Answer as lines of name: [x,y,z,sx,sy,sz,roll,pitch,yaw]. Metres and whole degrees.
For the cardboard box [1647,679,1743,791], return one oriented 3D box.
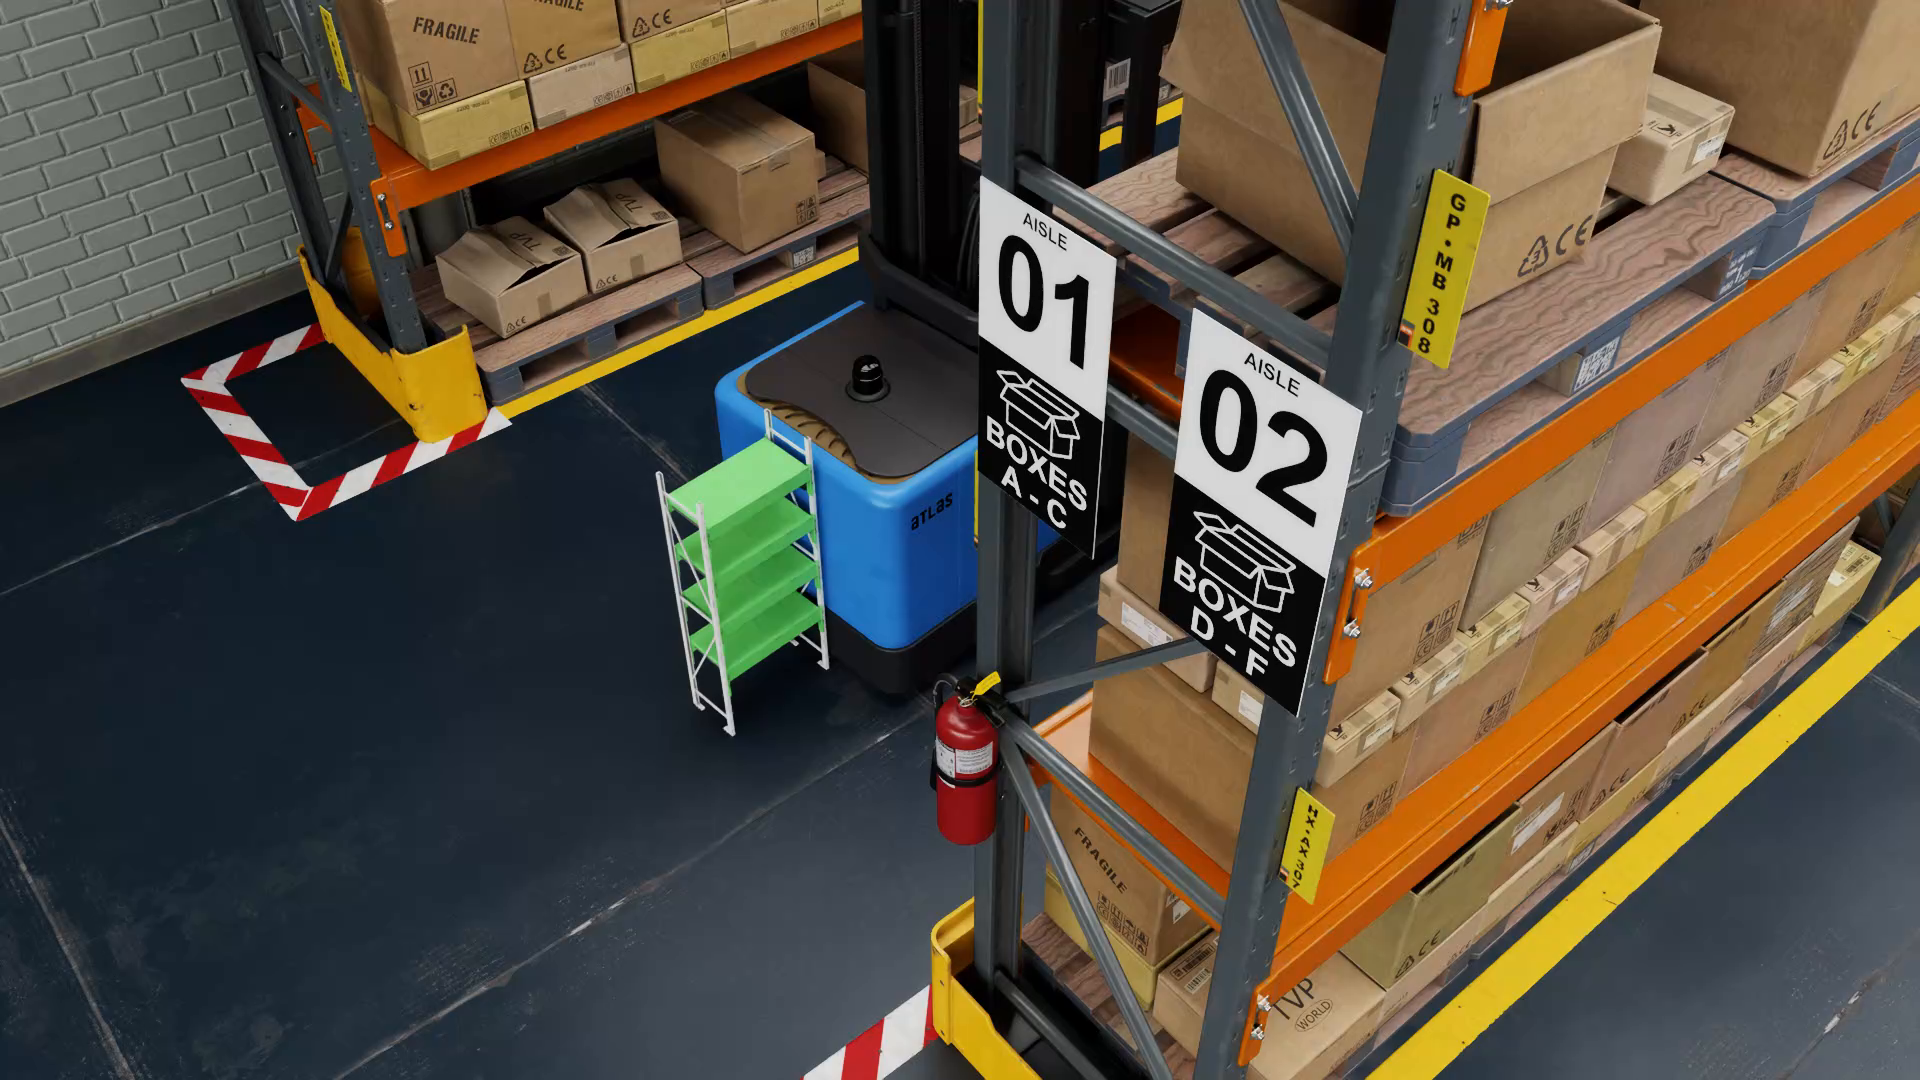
cardboard box: [2.496,0.578,6.145,0.500,0.250,0.500,-30,51,-28]

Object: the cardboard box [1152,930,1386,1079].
cardboard box: [0.962,1.456,5.211,0.500,0.250,0.500,-30,51,-28]

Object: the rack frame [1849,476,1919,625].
rack frame: [3.476,-1.032,6.157,0.127,3.000,1.000,-30,51,-28]

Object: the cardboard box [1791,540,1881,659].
cardboard box: [3.260,0.136,6.616,0.500,0.250,0.500,-30,51,-28]

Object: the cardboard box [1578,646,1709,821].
cardboard box: [2.114,0.525,5.654,0.500,0.500,0.500,-30,51,-28]

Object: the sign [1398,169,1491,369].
sign: [0.759,-0.421,2.620,0.005,0.325,0.100,-30,51,-28]

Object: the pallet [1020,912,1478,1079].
pallet: [0.967,1.384,5.622,1.213,0.211,1.003,-30,51,-28]

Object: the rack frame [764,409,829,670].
rack frame: [-0.617,0.024,6.348,0.240,1.200,0.015,34,53,31]

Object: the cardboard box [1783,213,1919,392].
cardboard box: [2.368,-0.900,4.997,0.500,0.500,0.700,-30,51,-28]

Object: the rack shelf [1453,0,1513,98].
rack shelf: [1.942,-1.932,3.551,4.000,0.370,1.077,-30,51,-28]

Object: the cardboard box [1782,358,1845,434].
cardboard box: [2.430,-0.516,5.061,0.250,0.149,0.380,-28,50,-27]

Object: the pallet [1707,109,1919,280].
pallet: [1.903,-1.172,4.180,1.213,0.211,1.003,-30,51,-28]

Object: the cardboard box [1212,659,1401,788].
cardboard box: [0.847,0.393,4.093,0.250,0.149,0.380,-30,51,-28]

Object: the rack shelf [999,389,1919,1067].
rack shelf: [1.942,0.109,5.468,4.000,0.370,1.077,-30,51,-28]

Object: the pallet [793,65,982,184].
pallet: [-0.198,-2.301,9.546,1.213,0.211,1.003,-30,51,-28]

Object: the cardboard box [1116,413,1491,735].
cardboard box: [0.815,-0.006,4.044,0.500,0.500,0.700,-30,51,-28]

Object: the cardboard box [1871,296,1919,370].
cardboard box: [2.814,-0.733,5.292,0.250,0.149,0.380,-30,51,-28]

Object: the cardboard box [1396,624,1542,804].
cardboard box: [1.174,0.257,4.712,0.500,0.500,0.700,-28,50,-27]

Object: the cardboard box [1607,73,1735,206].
cardboard box: [1.423,-0.905,3.606,0.250,0.149,0.380,-30,51,-28]

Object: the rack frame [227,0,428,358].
rack frame: [-2.773,-1.874,7.055,0.127,3.000,1.000,-30,51,-28]

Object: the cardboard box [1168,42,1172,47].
cardboard box: [1.213,-3.466,10.254,0.500,0.500,0.700,-31,51,-29]

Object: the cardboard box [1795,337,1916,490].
cardboard box: [2.739,-0.635,5.662,0.500,0.500,0.700,-30,51,-28]

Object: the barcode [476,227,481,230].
barcode: [-2.428,-1.533,8.327,0.075,0.075,0.001,-30,51,-28]

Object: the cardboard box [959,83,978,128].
cardboard box: [-0.096,-2.508,9.478,0.380,0.166,0.250,32,52,30]

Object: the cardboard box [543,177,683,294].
cardboard box: [-1.748,-1.562,8.364,0.500,0.311,0.500,-26,49,-25]

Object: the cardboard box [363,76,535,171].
cardboard box: [-2.195,-1.874,7.150,0.500,0.250,0.500,-31,51,-29]

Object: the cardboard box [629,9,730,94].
cardboard box: [-1.412,-2.331,7.635,0.500,0.250,0.500,-31,51,-28]

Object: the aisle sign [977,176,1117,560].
aisle sign: [0.169,-0.348,3.530,0.004,0.787,0.394,-30,51,-28]

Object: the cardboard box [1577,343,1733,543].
cardboard box: [1.601,-0.461,4.529,0.500,0.500,0.700,-30,51,-28]

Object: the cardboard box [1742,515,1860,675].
cardboard box: [2.869,0.076,6.132,0.500,0.500,0.500,-30,51,-28]

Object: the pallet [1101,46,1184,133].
pallet: [0.891,-2.957,10.245,1.213,0.211,1.003,-30,51,-28]

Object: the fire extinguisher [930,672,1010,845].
fire extinguisher: [0.019,0.562,4.518,0.183,0.674,0.296,-30,51,-28]

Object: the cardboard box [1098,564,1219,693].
cardboard box: [0.579,0.185,4.316,0.250,0.149,0.380,-31,51,-28]

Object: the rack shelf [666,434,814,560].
rack shelf: [-0.789,-0.161,5.937,0.258,0.148,0.480,34,53,31]

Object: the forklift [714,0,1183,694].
forklift: [0.441,-1.373,6.571,1.130,2.935,3.031,34,53,31]

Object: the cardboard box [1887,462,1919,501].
cardboard box: [3.953,-0.438,6.817,0.500,0.311,0.500,-30,51,-28]

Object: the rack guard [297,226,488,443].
rack guard: [-2.715,-0.996,7.946,0.348,0.500,1.175,-30,51,-28]

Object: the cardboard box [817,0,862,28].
cardboard box: [-0.637,-2.773,8.107,0.500,0.250,0.500,-30,51,-28]

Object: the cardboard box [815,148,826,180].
cardboard box: [-0.945,-2.060,9.014,0.250,0.149,0.380,-34,53,-31]

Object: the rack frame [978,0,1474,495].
rack frame: [0.408,-1.461,2.233,0.127,3.000,1.000,-30,51,-28]

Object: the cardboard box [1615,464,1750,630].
cardboard box: [1.960,-0.191,5.189,0.500,0.500,0.700,-28,50,-27]

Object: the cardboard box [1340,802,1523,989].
cardboard box: [1.344,0.962,5.189,0.500,0.500,0.500,-30,51,-28]

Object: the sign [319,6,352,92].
sign: [-2.425,-1.905,6.455,0.005,0.325,0.100,-30,51,-28]

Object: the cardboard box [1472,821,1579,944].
cardboard box: [1.727,1.015,5.680,0.500,0.250,0.500,-30,51,-28]

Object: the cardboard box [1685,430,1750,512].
cardboard box: [2.026,-0.282,4.812,0.250,0.149,0.380,-29,51,-28]

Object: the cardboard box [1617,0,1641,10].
cardboard box: [1.548,-1.428,4.045,0.500,0.311,0.500,-24,48,-23]

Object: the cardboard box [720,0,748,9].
cardboard box: [-1.040,-2.821,7.609,0.500,0.500,0.500,-28,50,-27]

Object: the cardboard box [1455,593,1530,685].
cardboard box: [1.240,0.167,4.334,0.250,0.149,0.380,-30,51,-28]

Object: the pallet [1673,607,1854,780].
pallet: [2.839,0.312,6.763,1.213,0.211,1.003,-30,51,-28]

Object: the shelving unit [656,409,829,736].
shelving unit: [-0.789,0.143,6.221,0.258,1.200,0.503,34,53,31]

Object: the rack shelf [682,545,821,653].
rack shelf: [-0.789,0.189,6.265,0.258,0.148,0.480,34,53,31]

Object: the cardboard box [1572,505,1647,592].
cardboard box: [1.638,-0.061,4.577,0.250,0.149,0.380,-32,52,-29]

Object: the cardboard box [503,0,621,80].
cardboard box: [-1.829,-2.364,7.123,0.500,0.500,0.500,-30,51,-28]
